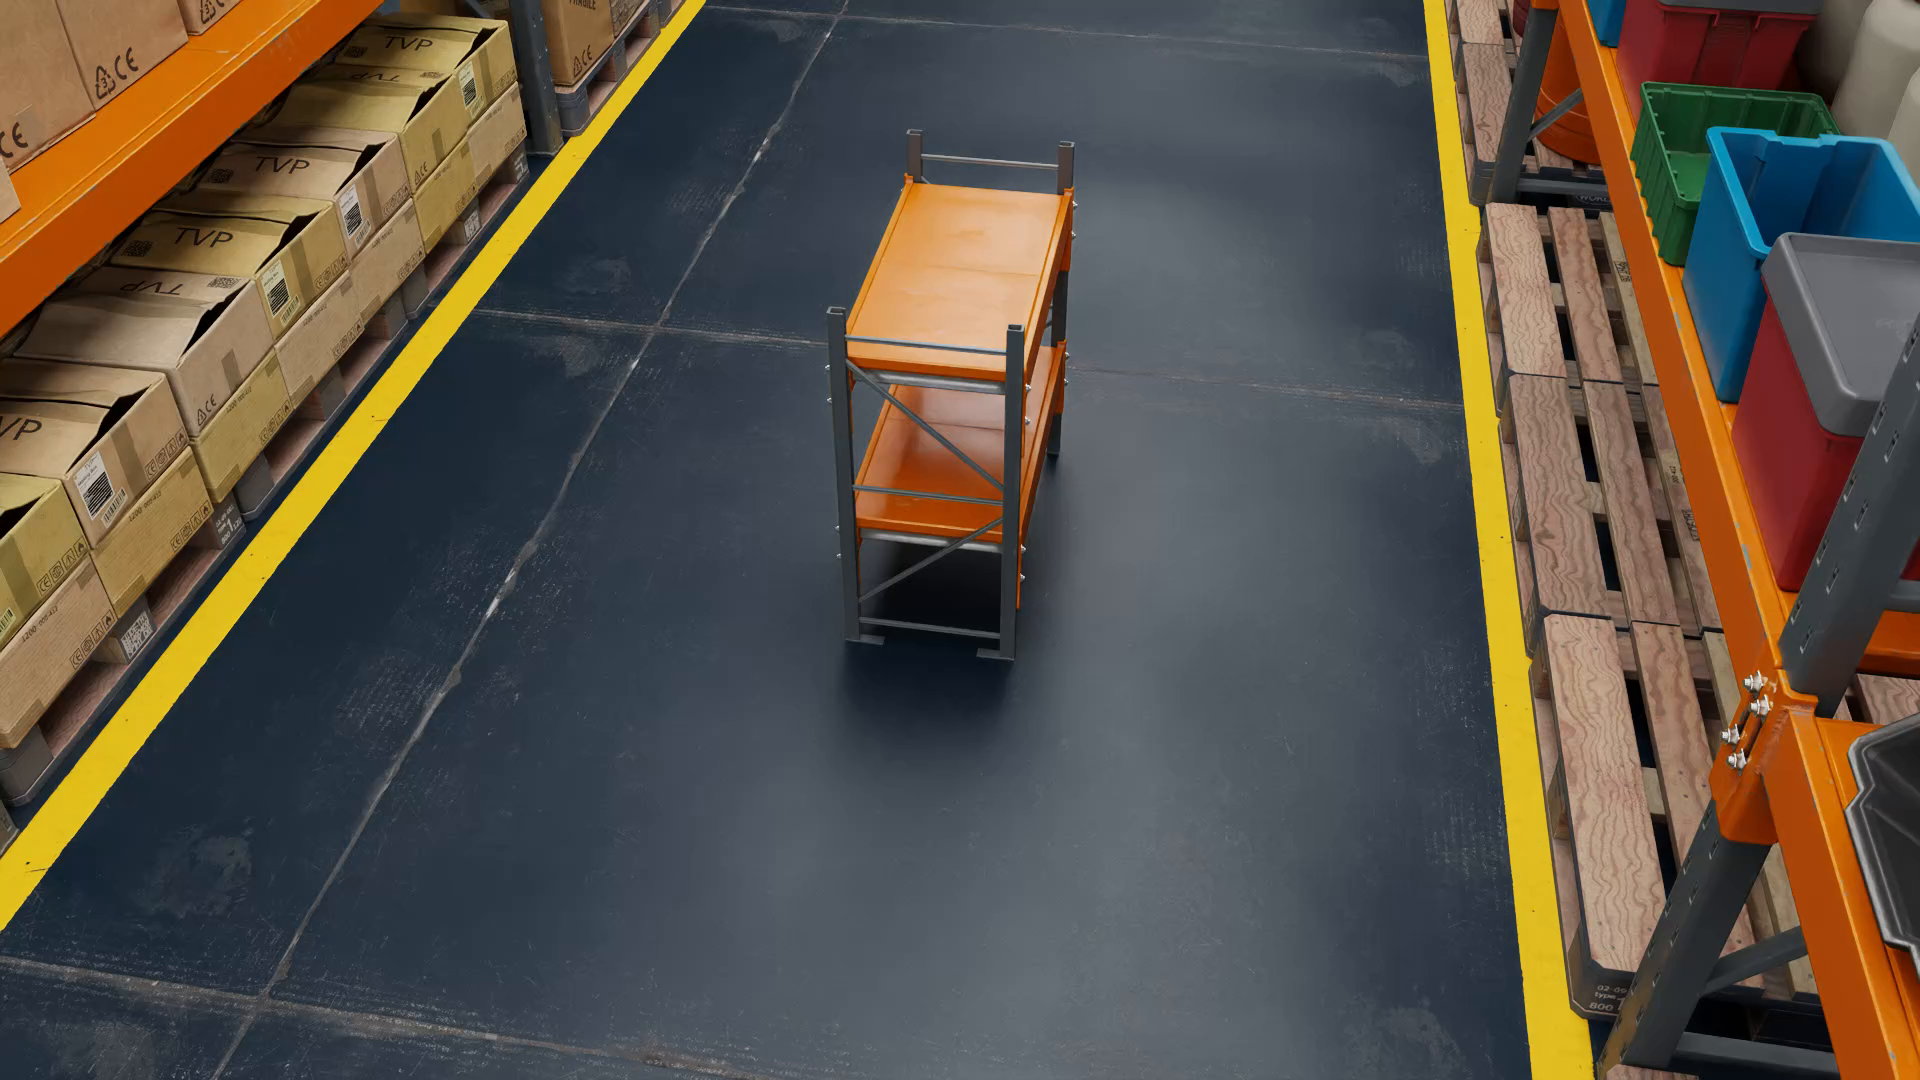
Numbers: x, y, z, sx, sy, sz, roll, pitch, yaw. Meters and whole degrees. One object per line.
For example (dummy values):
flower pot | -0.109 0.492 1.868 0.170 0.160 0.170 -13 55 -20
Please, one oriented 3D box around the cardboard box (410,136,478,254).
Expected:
cardboard box | -2.191 -1.341 6.346 0.500 0.250 0.500 6 40 7

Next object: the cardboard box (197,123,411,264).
cardboard box | -2.276 -1.239 5.782 0.500 0.311 0.500 6 40 7

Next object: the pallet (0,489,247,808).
pallet | -2.857 0.199 4.844 1.003 0.211 1.213 6 40 8

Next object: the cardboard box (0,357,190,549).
cardboard box | -2.538 -0.273 4.614 0.500 0.311 0.500 6 40 7

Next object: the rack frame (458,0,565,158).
rack frame | -2.254 -2.920 6.427 1.000 3.000 0.127 6 40 8

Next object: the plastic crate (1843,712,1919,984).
plastic crate | 1.716 0.478 2.367 0.767 0.338 0.504 6 40 8

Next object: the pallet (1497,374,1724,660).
pallet | 2.238 -0.051 5.146 1.003 0.211 1.213 6 40 8

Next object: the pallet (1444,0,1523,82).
pallet | 2.933 -2.559 8.180 1.003 0.211 1.213 6 40 8

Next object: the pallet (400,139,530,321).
pallet | -2.435 -1.333 6.696 1.003 0.211 1.213 6 40 8

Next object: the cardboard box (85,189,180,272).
cardboard box | -2.895 -0.968 5.455 0.500 0.311 0.500 6 40 7

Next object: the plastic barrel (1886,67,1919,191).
plastic barrel | 2.440 -0.950 3.938 0.433 0.535 0.433 0 40 0

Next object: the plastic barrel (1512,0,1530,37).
plastic barrel | 2.887 -2.621 7.629 0.600 0.588 0.708 6 40 8

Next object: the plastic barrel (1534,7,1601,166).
plastic barrel | 2.692 -2.005 6.695 0.600 0.830 0.708 6 40 8

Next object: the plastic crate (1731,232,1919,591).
plastic crate | 1.714 -0.223 3.115 0.402 0.464 0.583 6 40 8

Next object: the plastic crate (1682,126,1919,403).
plastic crate | 1.816 -0.581 3.611 0.392 0.384 0.575 6 40 8

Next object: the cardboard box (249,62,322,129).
cardboard box | -2.717 -1.611 6.233 0.500 0.311 0.500 5 40 7

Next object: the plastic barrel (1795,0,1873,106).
plastic barrel | 2.583 -1.481 4.599 0.421 0.512 0.421 0 40 0

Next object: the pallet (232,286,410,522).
pallet | -2.648 -0.569 5.773 1.003 0.211 1.213 6 40 8

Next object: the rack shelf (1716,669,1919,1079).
rack shelf | 1.586 1.672 1.439 1.077 0.370 4.000 6 40 8

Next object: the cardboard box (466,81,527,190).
cardboard box | -2.105 -1.665 6.738 0.500 0.250 0.500 7 40 9

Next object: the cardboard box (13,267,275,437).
cardboard box | -2.449 -0.598 5.007 0.500 0.311 0.500 5 40 6

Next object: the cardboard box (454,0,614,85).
cardboard box | -1.894 -2.380 7.391 0.500 0.500 0.500 8 40 10

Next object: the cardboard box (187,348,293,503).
cardboard box | -2.456 -0.383 5.188 0.500 0.250 0.500 5 40 6

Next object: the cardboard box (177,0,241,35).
cardboard box | -2.528 -1.903 5.120 0.500 0.500 0.500 4 40 5

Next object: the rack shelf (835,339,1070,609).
rack shelf | 0.001 -0.249 5.053 0.538 0.278 1.000 6 40 8

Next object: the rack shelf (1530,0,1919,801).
rack shelf | 2.278 -0.839 4.475 1.077 0.370 4.000 6 40 8

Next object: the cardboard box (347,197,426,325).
cardboard box | -2.281 -1.025 5.965 0.500 0.250 0.500 7 40 9

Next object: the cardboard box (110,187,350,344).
cardboard box | -2.365 -0.924 5.402 0.500 0.311 0.500 7 40 9

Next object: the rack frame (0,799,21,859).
rack frame | -2.946 -0.409 3.391 1.000 3.000 0.127 6 40 8

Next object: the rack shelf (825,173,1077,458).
rack shelf | 0.001 -0.663 4.710 0.538 0.278 1.000 6 40 8

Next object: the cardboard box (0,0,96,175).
cardboard box | -2.706 -1.259 4.340 0.500 0.500 0.500 9 40 11

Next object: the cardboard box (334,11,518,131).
cardboard box | -2.102 -1.882 6.560 0.500 0.311 0.500 7 40 9

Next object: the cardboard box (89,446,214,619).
cardboard box | -2.543 -0.058 4.794 0.500 0.250 0.500 7 40 9

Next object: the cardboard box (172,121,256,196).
cardboard box | -2.807 -1.291 5.846 0.500 0.311 0.500 5 40 6

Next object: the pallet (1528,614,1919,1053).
pallet | 2.029 0.717 4.217 1.003 0.211 1.213 6 40 8

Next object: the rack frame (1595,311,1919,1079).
rack frame | 1.932 0.139 2.728 1.000 3.000 0.127 6 40 8

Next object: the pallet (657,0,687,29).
pallet | -1.874 -3.073 8.801 1.003 0.211 1.213 6 40 8

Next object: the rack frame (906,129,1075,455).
rack frame | 0.089 -0.757 5.283 0.500 1.125 0.032 6 40 8

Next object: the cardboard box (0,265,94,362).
cardboard box | -2.986 -0.653 5.075 0.500 0.311 0.500 6 40 8

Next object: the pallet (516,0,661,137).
pallet | -2.088 -2.309 7.877 1.003 0.211 1.213 6 40 8

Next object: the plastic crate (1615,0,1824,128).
plastic crate | 2.043 -1.415 4.558 0.402 0.464 0.583 6 40 8

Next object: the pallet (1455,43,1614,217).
pallet | 2.719 -1.796 7.256 1.003 0.211 1.213 6 40 8

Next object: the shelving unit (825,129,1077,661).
shelving unit | 0.001 -0.438 4.897 0.538 1.125 1.048 6 40 8

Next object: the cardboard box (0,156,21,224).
cardboard box | -2.592 -0.846 4.116 0.380 0.149 0.250 6 40 8

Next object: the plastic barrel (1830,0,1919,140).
plastic barrel | 2.515 -1.221 4.267 0.433 0.535 0.433 0 40 0

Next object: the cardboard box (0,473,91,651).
cardboard box | -2.629 0.041 4.235 0.500 0.311 0.500 7 40 8

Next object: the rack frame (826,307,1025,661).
rack frame | -0.087 -0.119 4.511 0.500 1.125 0.032 6 40 8

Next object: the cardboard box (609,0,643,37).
cardboard box | -1.809 -2.709 7.789 0.500 0.500 0.500 5 40 6

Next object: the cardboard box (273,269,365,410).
cardboard box | -2.367 -0.702 5.574 0.500 0.250 0.500 7 40 9

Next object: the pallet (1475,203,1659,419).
pallet | 2.452 -0.814 6.069 1.003 0.211 1.213 6 40 8

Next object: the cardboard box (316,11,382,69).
cardboard box | -2.634 -1.942 6.633 0.500 0.311 0.500 8 40 9

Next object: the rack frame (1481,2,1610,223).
rack frame | 2.624 -2.371 5.764 1.000 3.000 0.127 6 40 8

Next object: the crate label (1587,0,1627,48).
crate label | 2.186 -1.791 5.034 0.502 0.435 0.616 6 40 8

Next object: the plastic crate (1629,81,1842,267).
plastic crate | 1.955 -0.903 4.155 0.450 0.188 0.662 6 40 8

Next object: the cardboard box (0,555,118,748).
cardboard box | -2.633 0.263 4.406 0.500 0.250 0.500 5 40 7

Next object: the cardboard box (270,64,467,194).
cardboard box | -2.186 -1.555 6.165 0.500 0.311 0.500 6 40 7

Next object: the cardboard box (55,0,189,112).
cardboard box | -2.620 -1.573 4.720 0.500 0.500 0.500 6 40 8

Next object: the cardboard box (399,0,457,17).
cardboard box | -2.324 -2.739 7.825 0.500 0.500 0.500 8 40 9

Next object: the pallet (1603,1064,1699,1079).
pallet | 1.774 1.631 3.112 1.003 0.211 1.213 6 40 8
